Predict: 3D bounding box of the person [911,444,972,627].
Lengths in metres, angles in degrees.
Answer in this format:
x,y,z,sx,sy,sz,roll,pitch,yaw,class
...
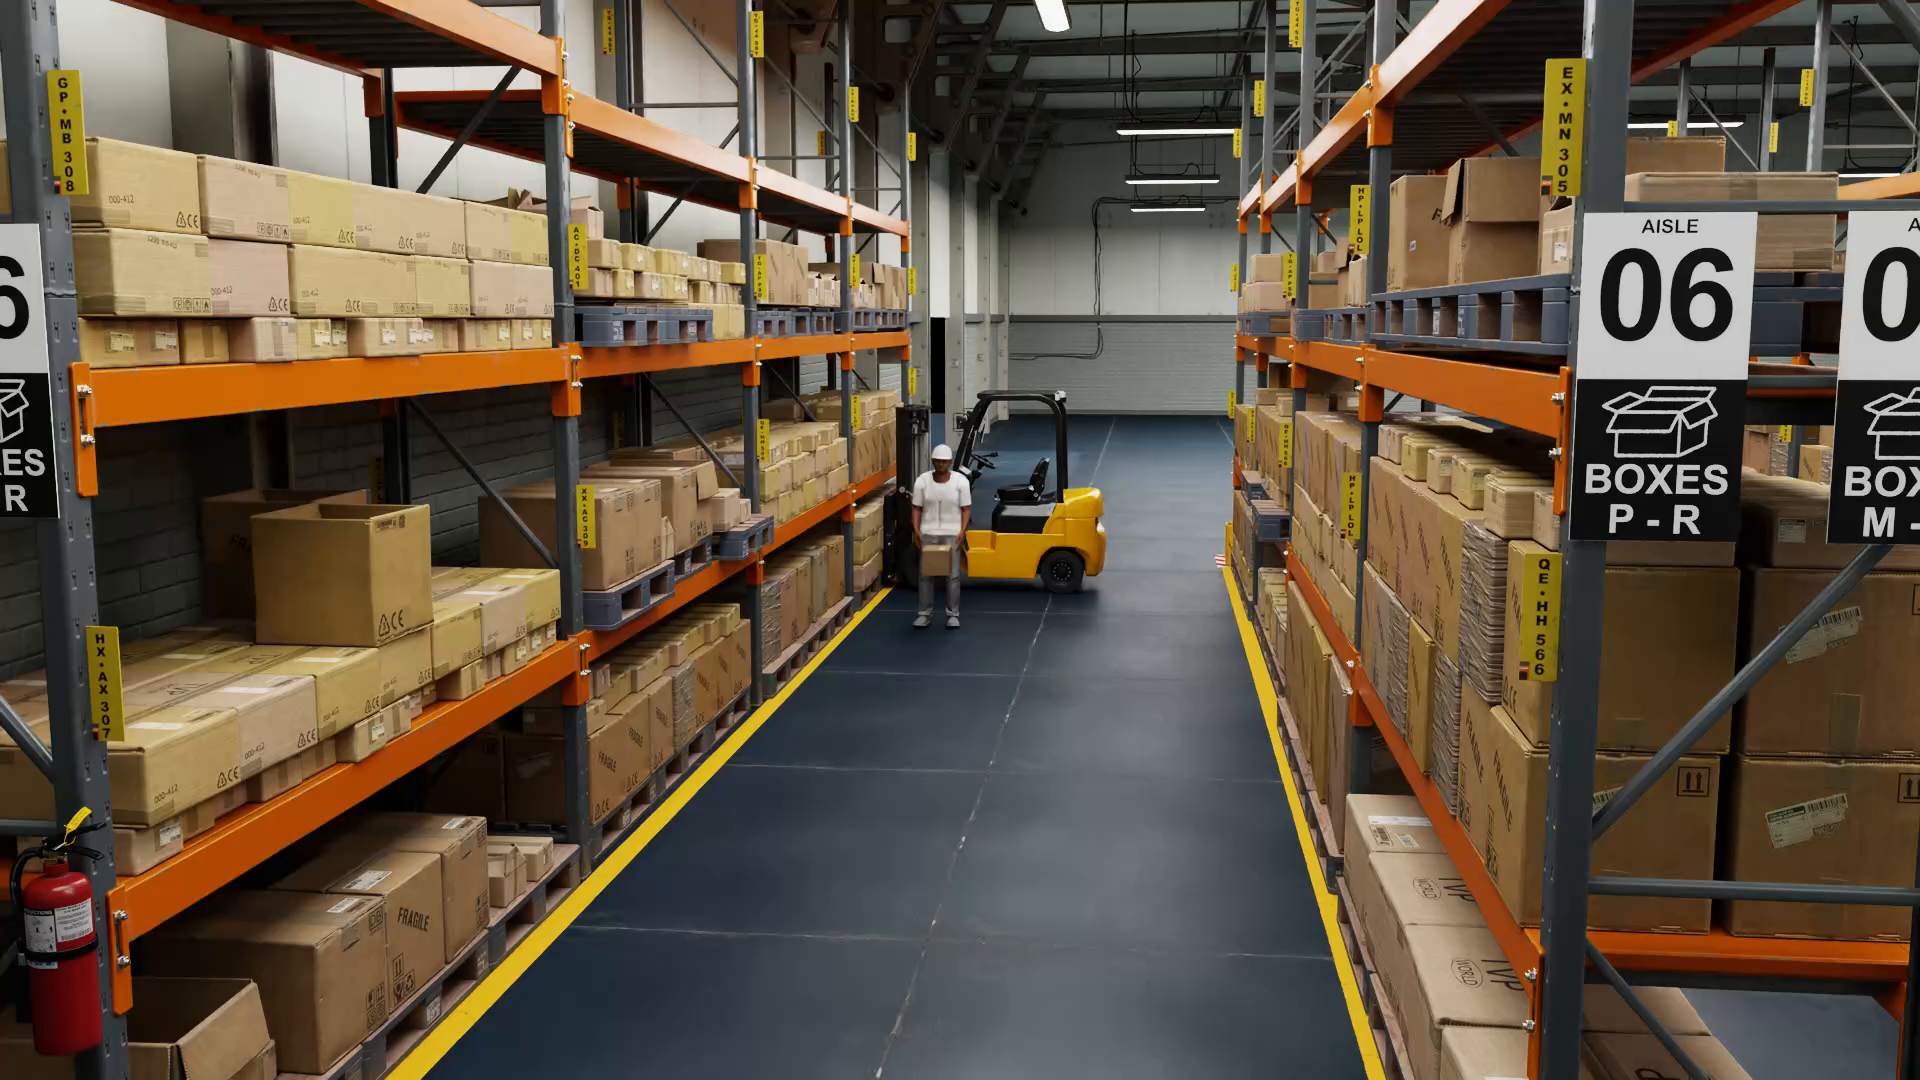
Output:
x,y,z,sx,sy,sz,roll,pitch,yaw,class
-0.182,-0.043,16.035,0.580,1.763,0.434,1,8,7,person
